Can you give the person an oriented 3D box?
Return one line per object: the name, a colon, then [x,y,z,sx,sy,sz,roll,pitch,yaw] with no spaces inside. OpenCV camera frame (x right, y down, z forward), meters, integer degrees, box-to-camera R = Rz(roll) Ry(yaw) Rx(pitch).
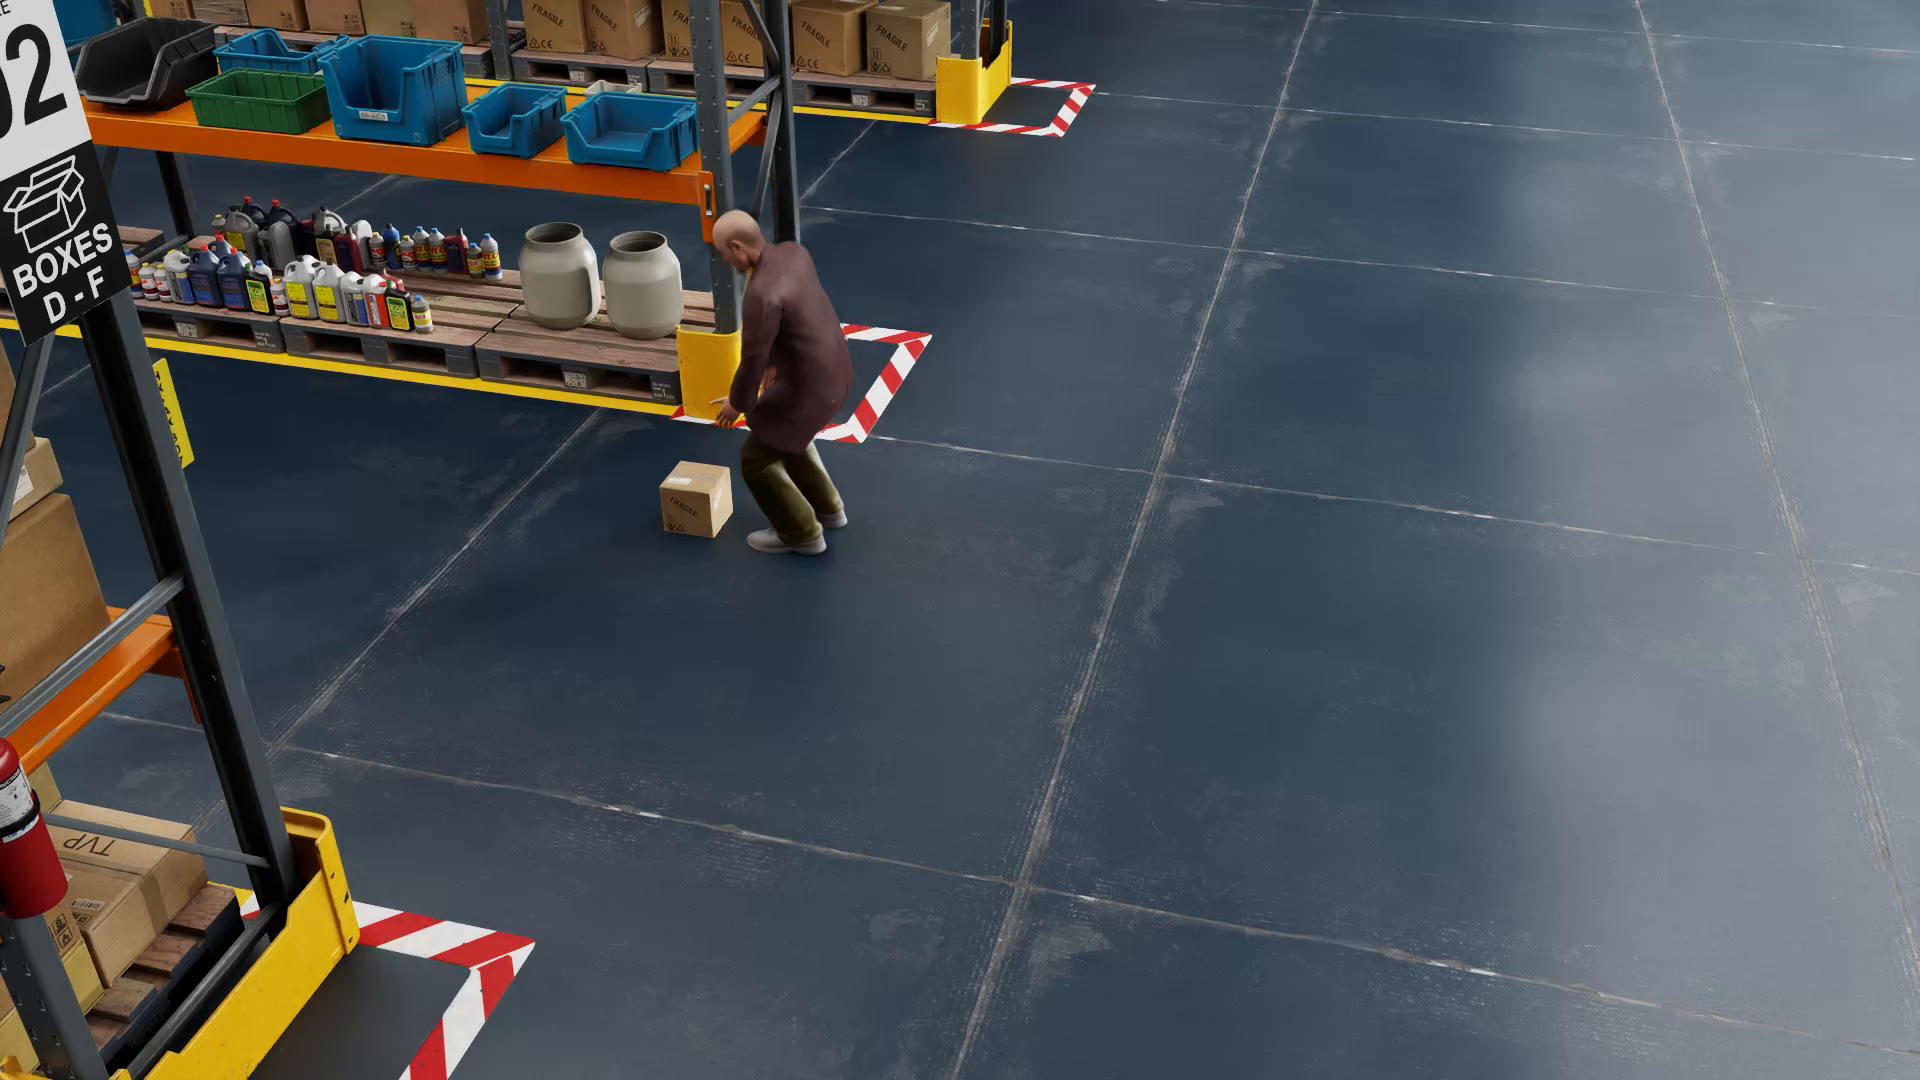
person: [-0.772,-0.627,7.431,0.564,1.473,0.620,8,33,13]
